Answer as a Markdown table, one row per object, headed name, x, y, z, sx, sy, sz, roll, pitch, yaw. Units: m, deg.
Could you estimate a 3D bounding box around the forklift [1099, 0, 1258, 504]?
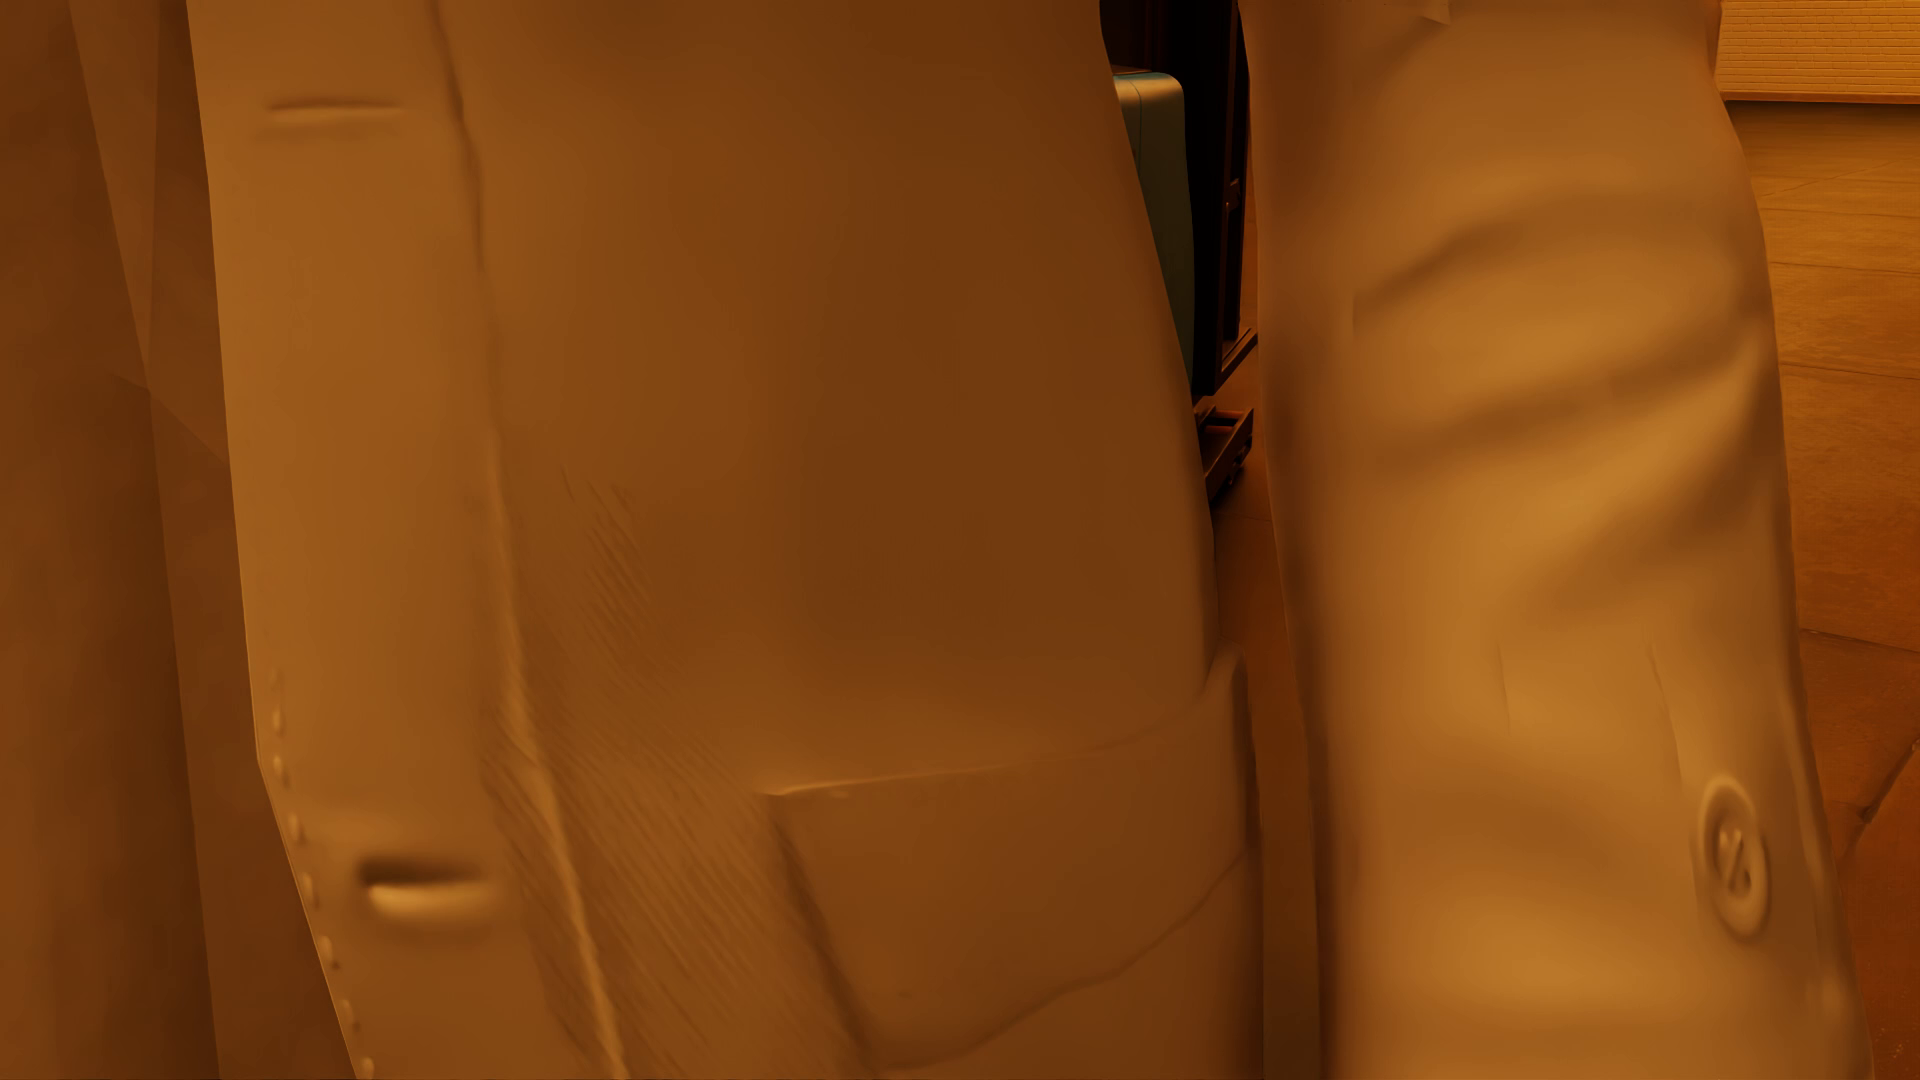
| name | x | y | z | sx | sy | sz | roll | pitch | yaw |
| --- | --- | --- | --- | --- | --- | --- | --- | --- | --- |
| forklift | 0.182 | -1.571 | 4.072 | 1.130 | 2.935 | 3.031 | 5 | 18 | 17 |
